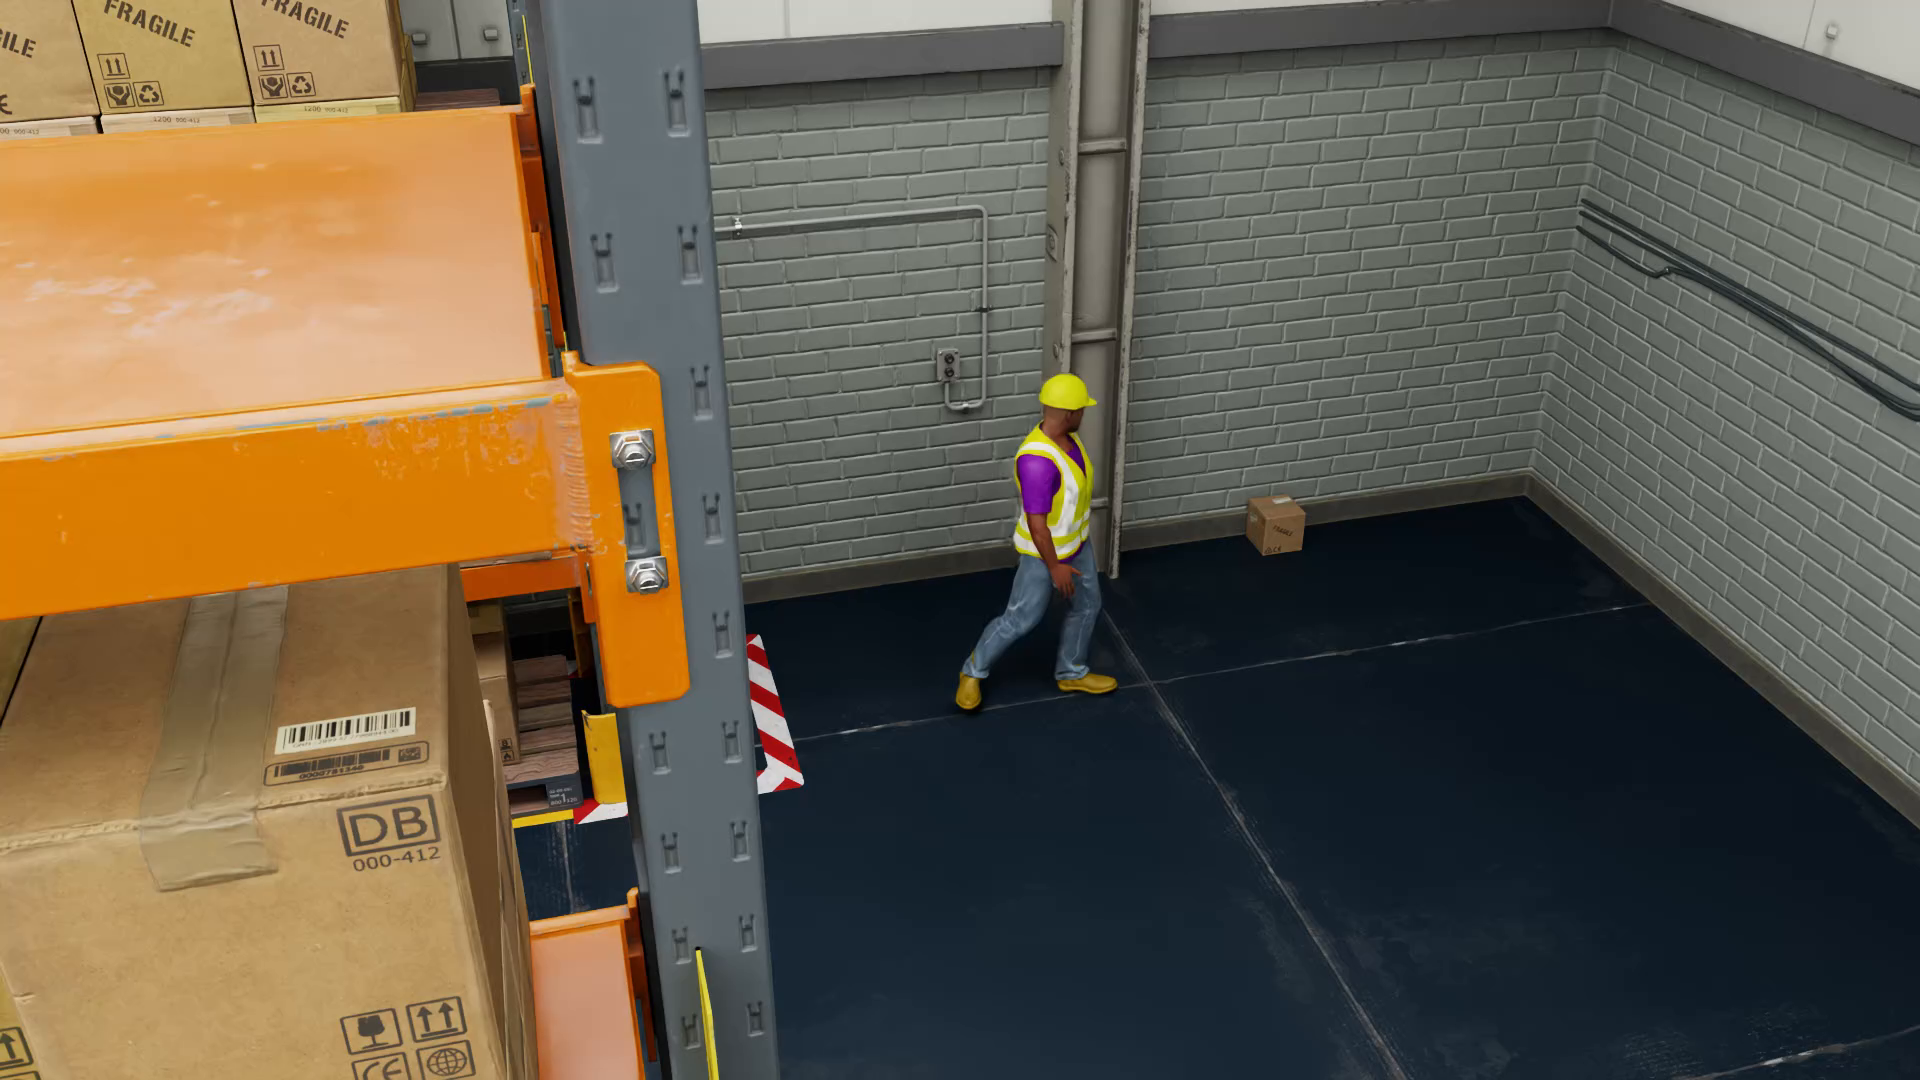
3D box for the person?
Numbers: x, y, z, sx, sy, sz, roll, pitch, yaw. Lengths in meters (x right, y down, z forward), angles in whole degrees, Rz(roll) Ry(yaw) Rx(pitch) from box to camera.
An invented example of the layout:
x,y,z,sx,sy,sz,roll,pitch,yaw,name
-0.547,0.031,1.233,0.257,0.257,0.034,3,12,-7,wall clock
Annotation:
x,y,z,sx,sy,sz,roll,pitch,yaw,name
0.380,0.033,8.049,0.729,1.749,0.702,14,33,23,person
